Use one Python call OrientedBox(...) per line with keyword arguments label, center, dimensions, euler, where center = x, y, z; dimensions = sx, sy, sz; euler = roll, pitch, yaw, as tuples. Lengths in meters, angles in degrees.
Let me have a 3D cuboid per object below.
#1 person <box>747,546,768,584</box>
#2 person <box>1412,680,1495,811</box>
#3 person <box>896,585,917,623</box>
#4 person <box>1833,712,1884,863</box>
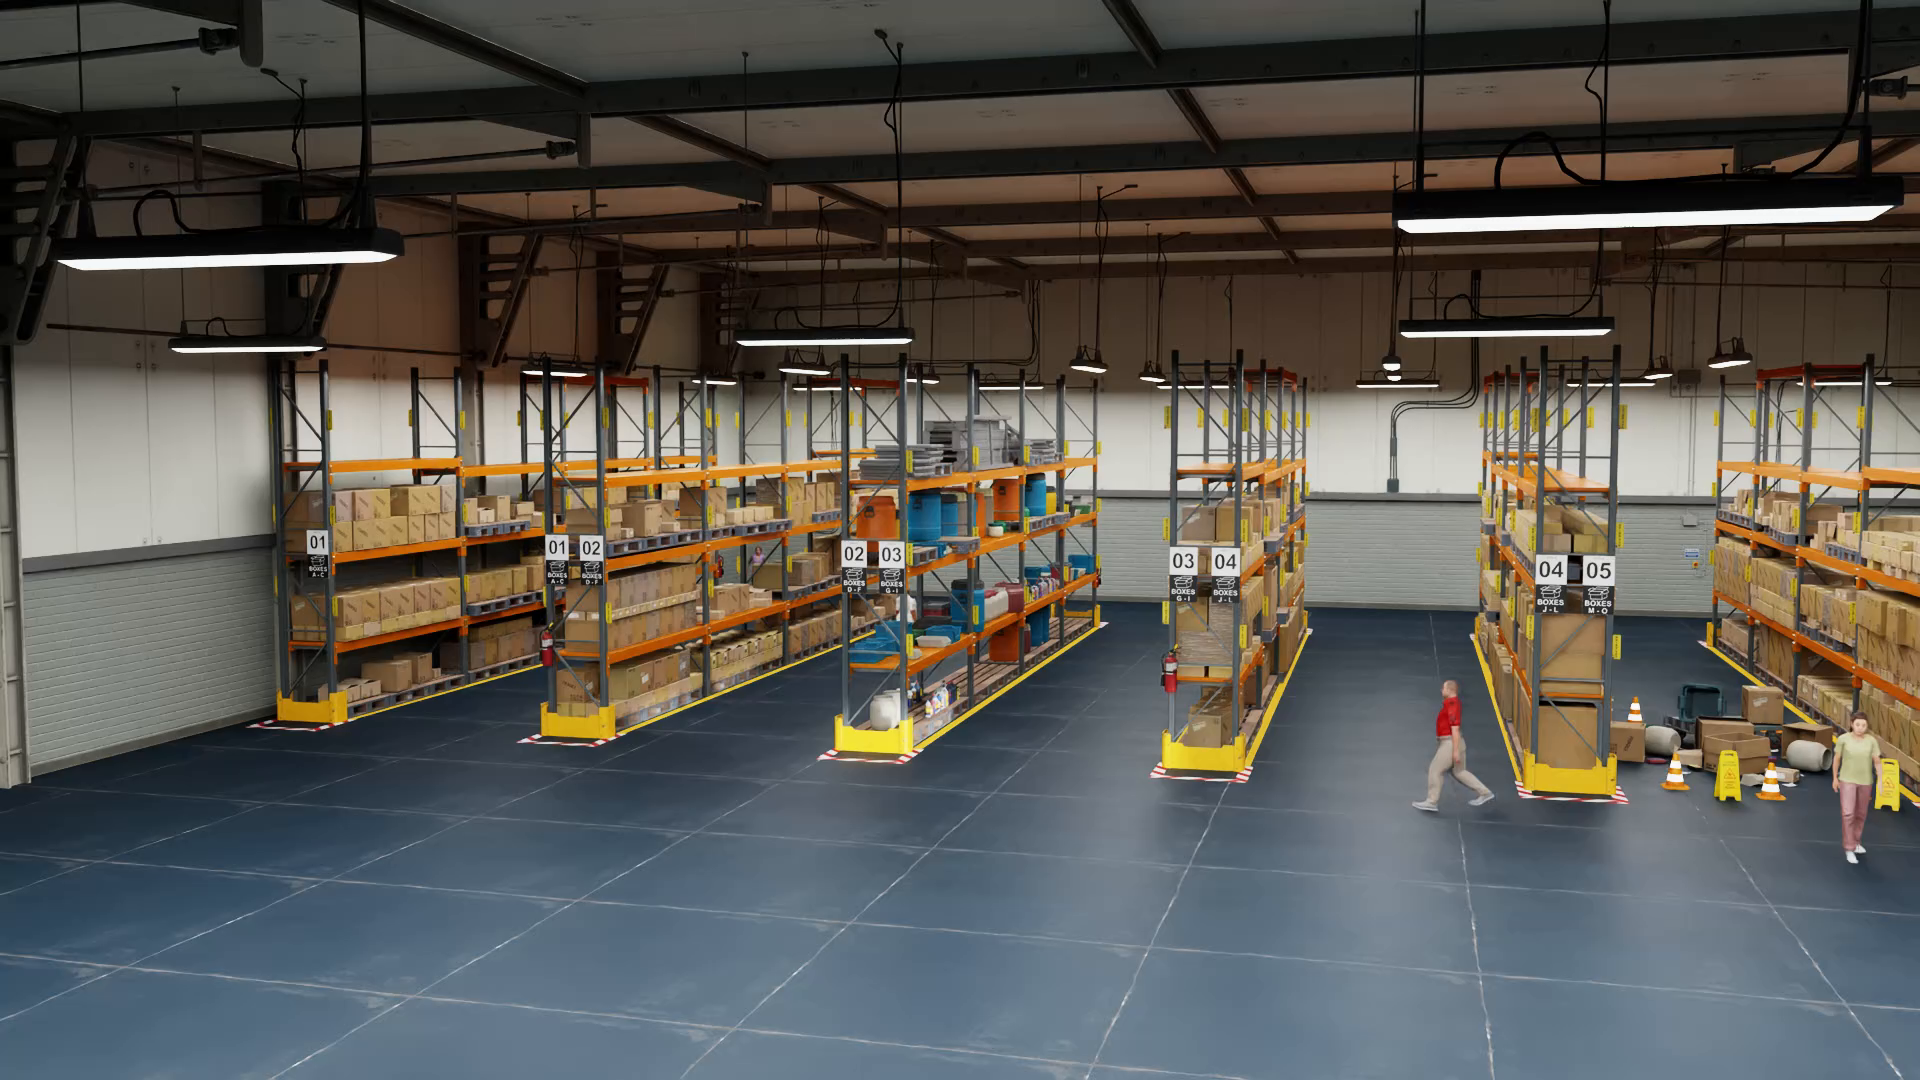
OrientedBox(label="person", center=(-5.532, 0.958, 45.466), dimensions=(0.572, 1.620, 0.742), euler=(-1, 4, -10))
OrientedBox(label="person", center=(6.308, 2.626, 21.221), dimensions=(1.019, 1.679, 0.539), euler=(1, 4, 16))
OrientedBox(label="person", center=(-1.089, 1.730, 34.072), dimensions=(0.550, 1.659, 0.528), euler=(4, 6, 42))
OrientedBox(label="person", center=(10.290, 2.806, 19.053), dimensions=(0.490, 1.698, 0.646), euler=(1, 4, 14))
